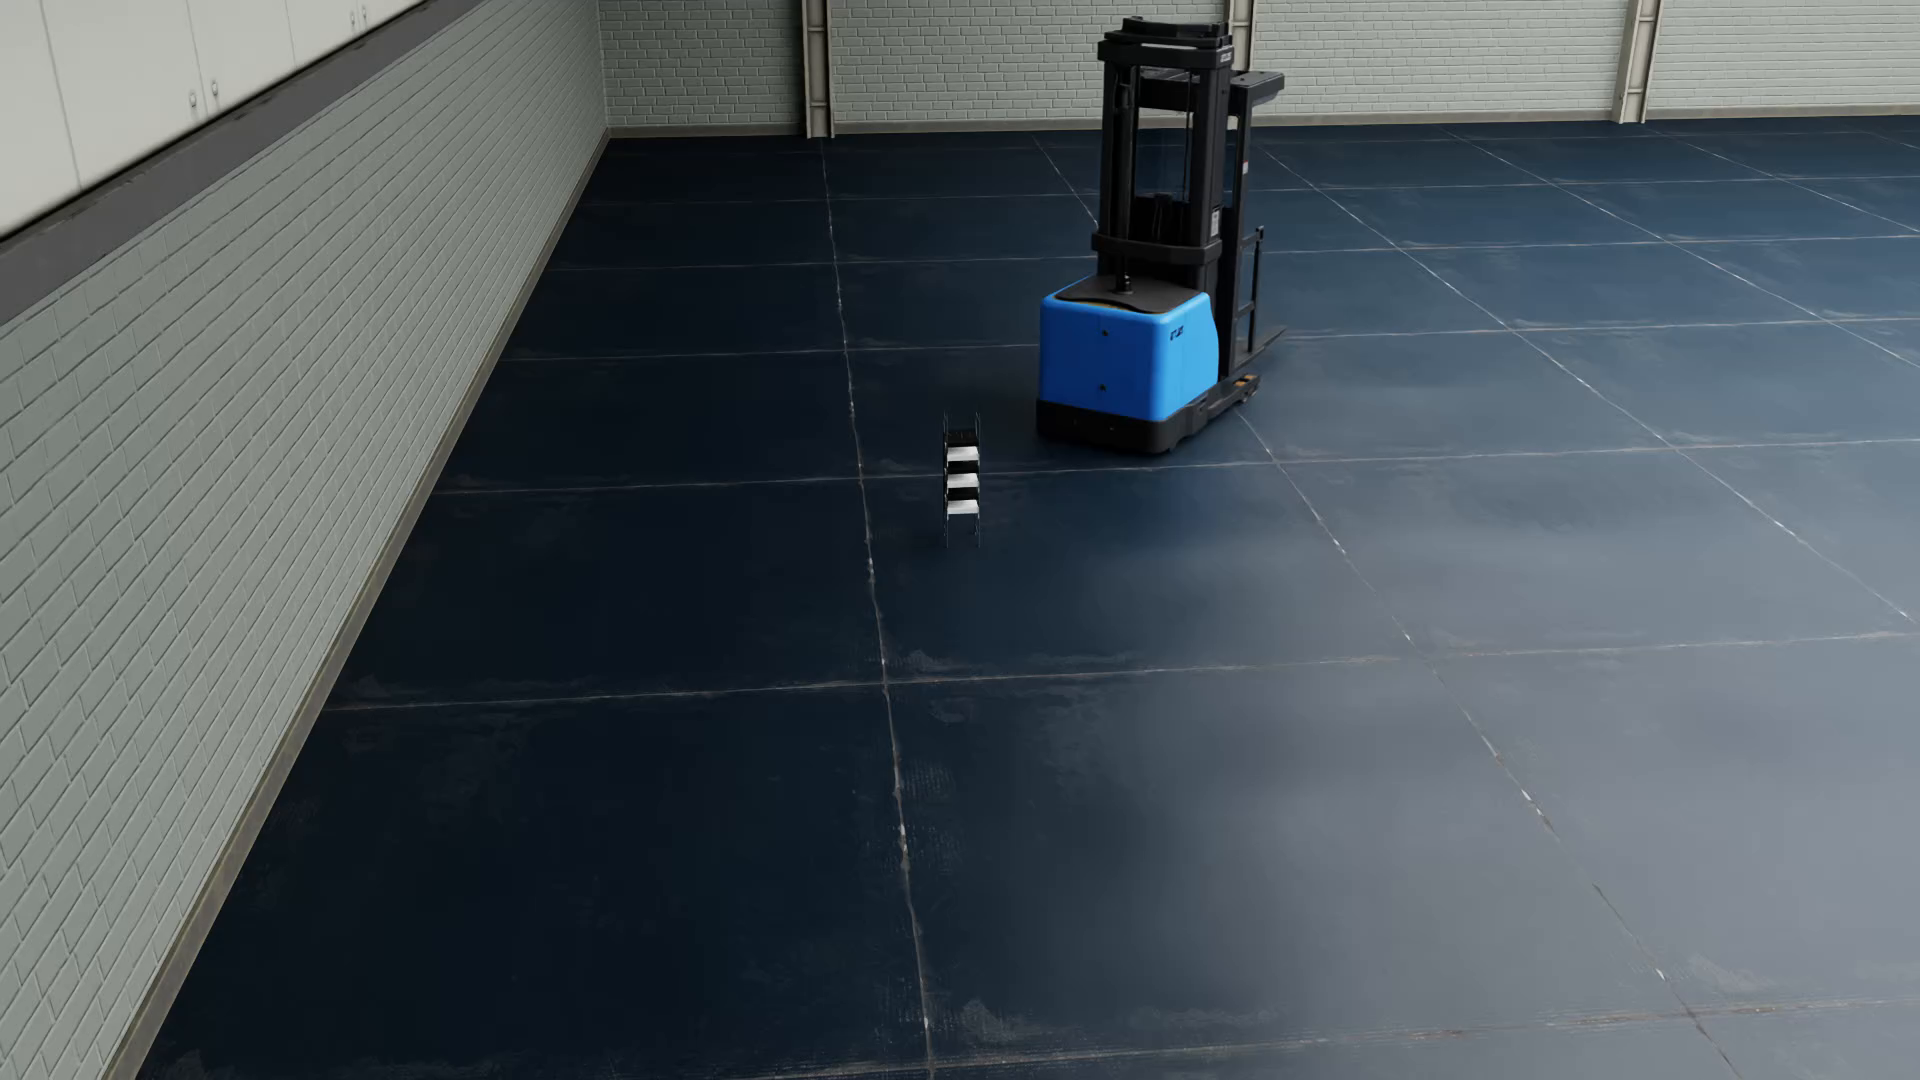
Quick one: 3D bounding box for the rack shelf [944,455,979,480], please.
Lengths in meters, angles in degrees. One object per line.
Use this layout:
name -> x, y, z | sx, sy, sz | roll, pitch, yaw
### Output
rack shelf -> 0.008, -0.463, 10.545 | 0.200, 0.077, 0.258 | -2, 24, -5

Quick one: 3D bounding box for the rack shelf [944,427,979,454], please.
rack shelf -> 0.008, -0.628, 10.472 | 0.200, 0.077, 0.258 | -2, 24, -5

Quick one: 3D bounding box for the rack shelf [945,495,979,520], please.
rack shelf -> 0.008, -0.217, 10.655 | 0.200, 0.077, 0.258 | -2, 24, -5

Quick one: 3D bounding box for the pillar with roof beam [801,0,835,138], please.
pillar with roof beam -> -1.568, -8.138, 17.979 | 0.400, 9.000, 9.100 | -2, 24, -5

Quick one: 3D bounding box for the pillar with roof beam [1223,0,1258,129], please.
pillar with roof beam -> 4.403, -8.377, 18.518 | 0.400, 9.000, 9.100 | -2, 24, -5

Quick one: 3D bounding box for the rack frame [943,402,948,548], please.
rack frame -> -0.093, -0.407, 10.559 | 0.006, 0.900, 0.240 | -2, 24, -5

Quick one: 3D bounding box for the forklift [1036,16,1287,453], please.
forklift -> 1.756, -2.521, 12.812 | 1.130, 2.935, 3.031 | 14, 27, 28

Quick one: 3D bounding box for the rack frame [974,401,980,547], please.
rack frame -> 0.109, -0.416, 10.577 | 0.006, 0.900, 0.240 | -2, 24, -5

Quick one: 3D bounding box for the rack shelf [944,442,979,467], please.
rack shelf -> 0.008, -0.546, 10.508 | 0.200, 0.077, 0.258 | -2, 24, -5

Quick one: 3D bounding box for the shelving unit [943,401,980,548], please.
shelving unit -> 0.008, -0.412, 10.568 | 0.210, 0.900, 0.258 | -2, 24, -5

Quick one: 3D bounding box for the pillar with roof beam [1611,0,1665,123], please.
pillar with roof beam -> 10.374, -8.617, 19.057 | 0.400, 9.000, 9.100 | -2, 24, -5

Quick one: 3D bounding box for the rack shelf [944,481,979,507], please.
rack shelf -> 0.008, -0.299, 10.618 | 0.200, 0.077, 0.258 | -2, 24, -5

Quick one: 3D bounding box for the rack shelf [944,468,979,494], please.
rack shelf -> 0.008, -0.381, 10.581 | 0.200, 0.077, 0.258 | -2, 24, -5
